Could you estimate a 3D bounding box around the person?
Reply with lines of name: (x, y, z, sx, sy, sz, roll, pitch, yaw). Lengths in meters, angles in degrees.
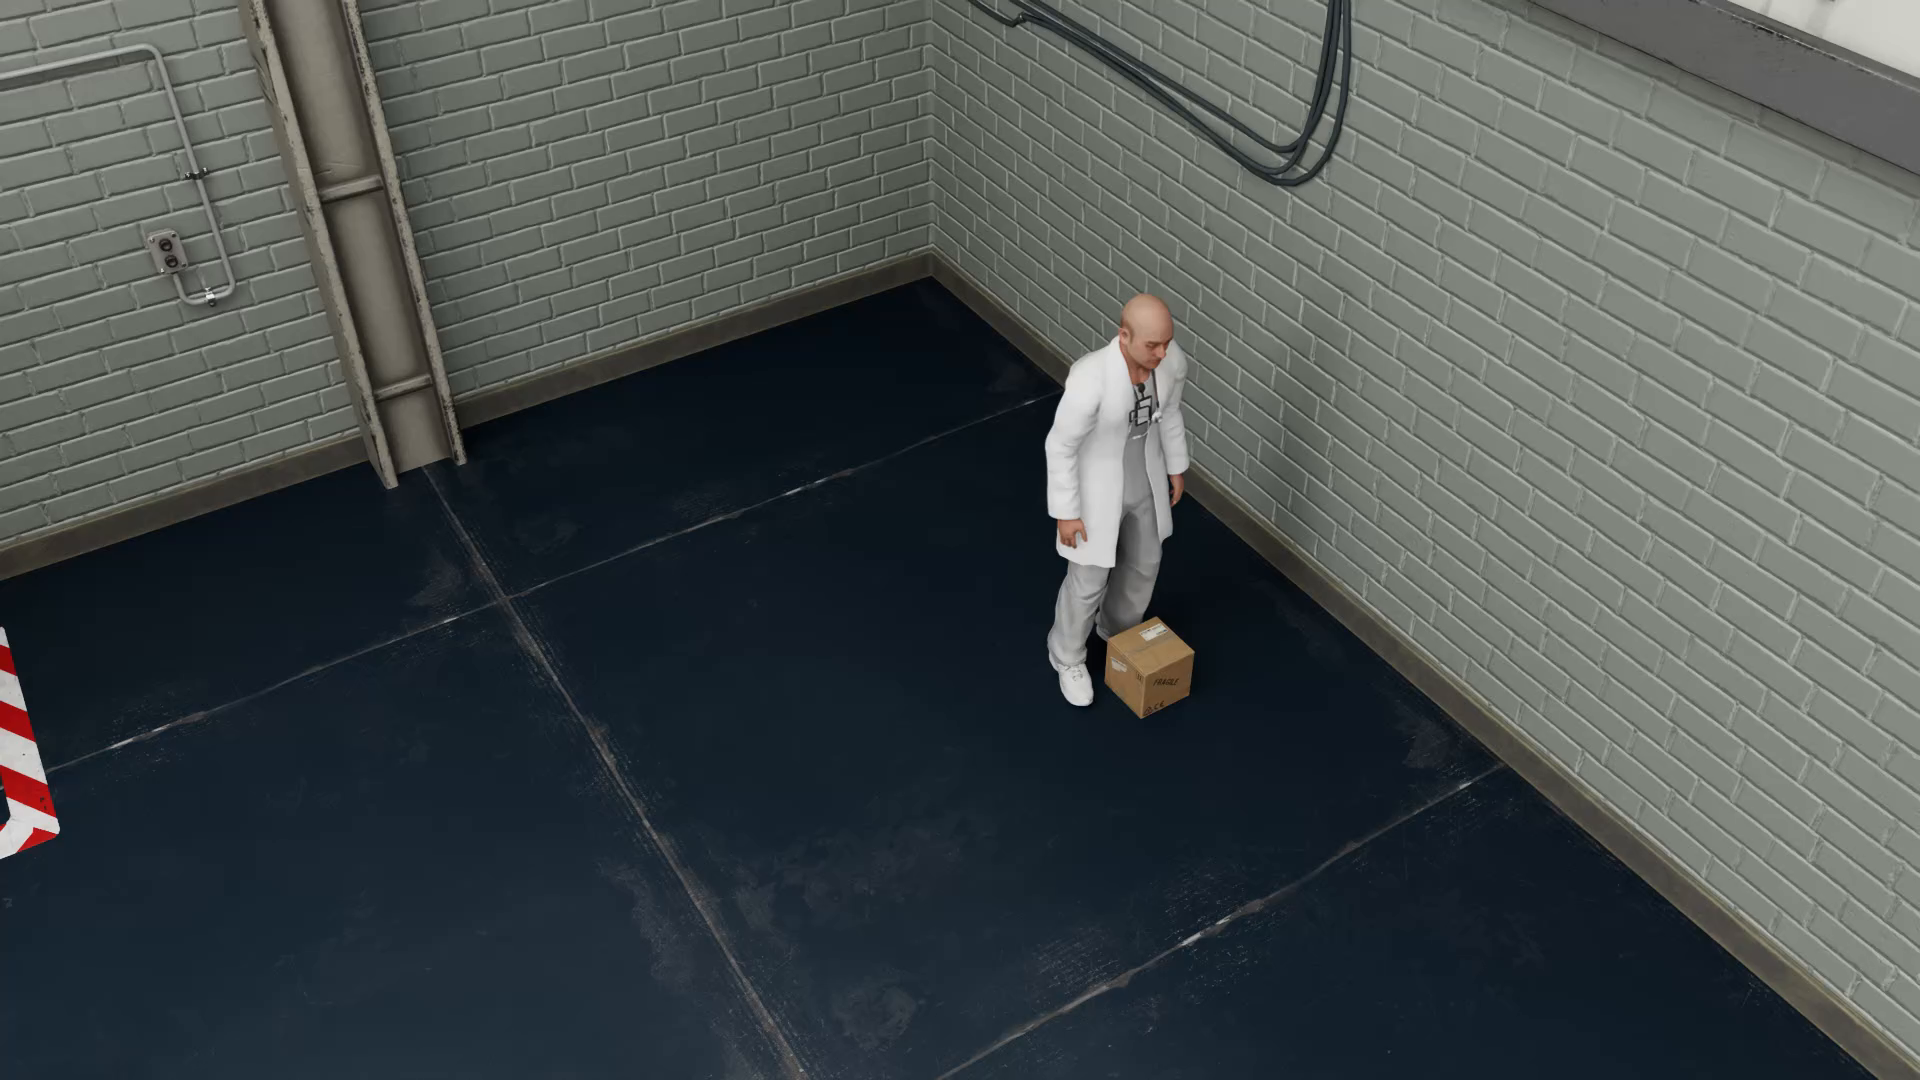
person: (0.610, -0.187, 6.389, 0.647, 1.774, 0.421, -23, 45, -25)
